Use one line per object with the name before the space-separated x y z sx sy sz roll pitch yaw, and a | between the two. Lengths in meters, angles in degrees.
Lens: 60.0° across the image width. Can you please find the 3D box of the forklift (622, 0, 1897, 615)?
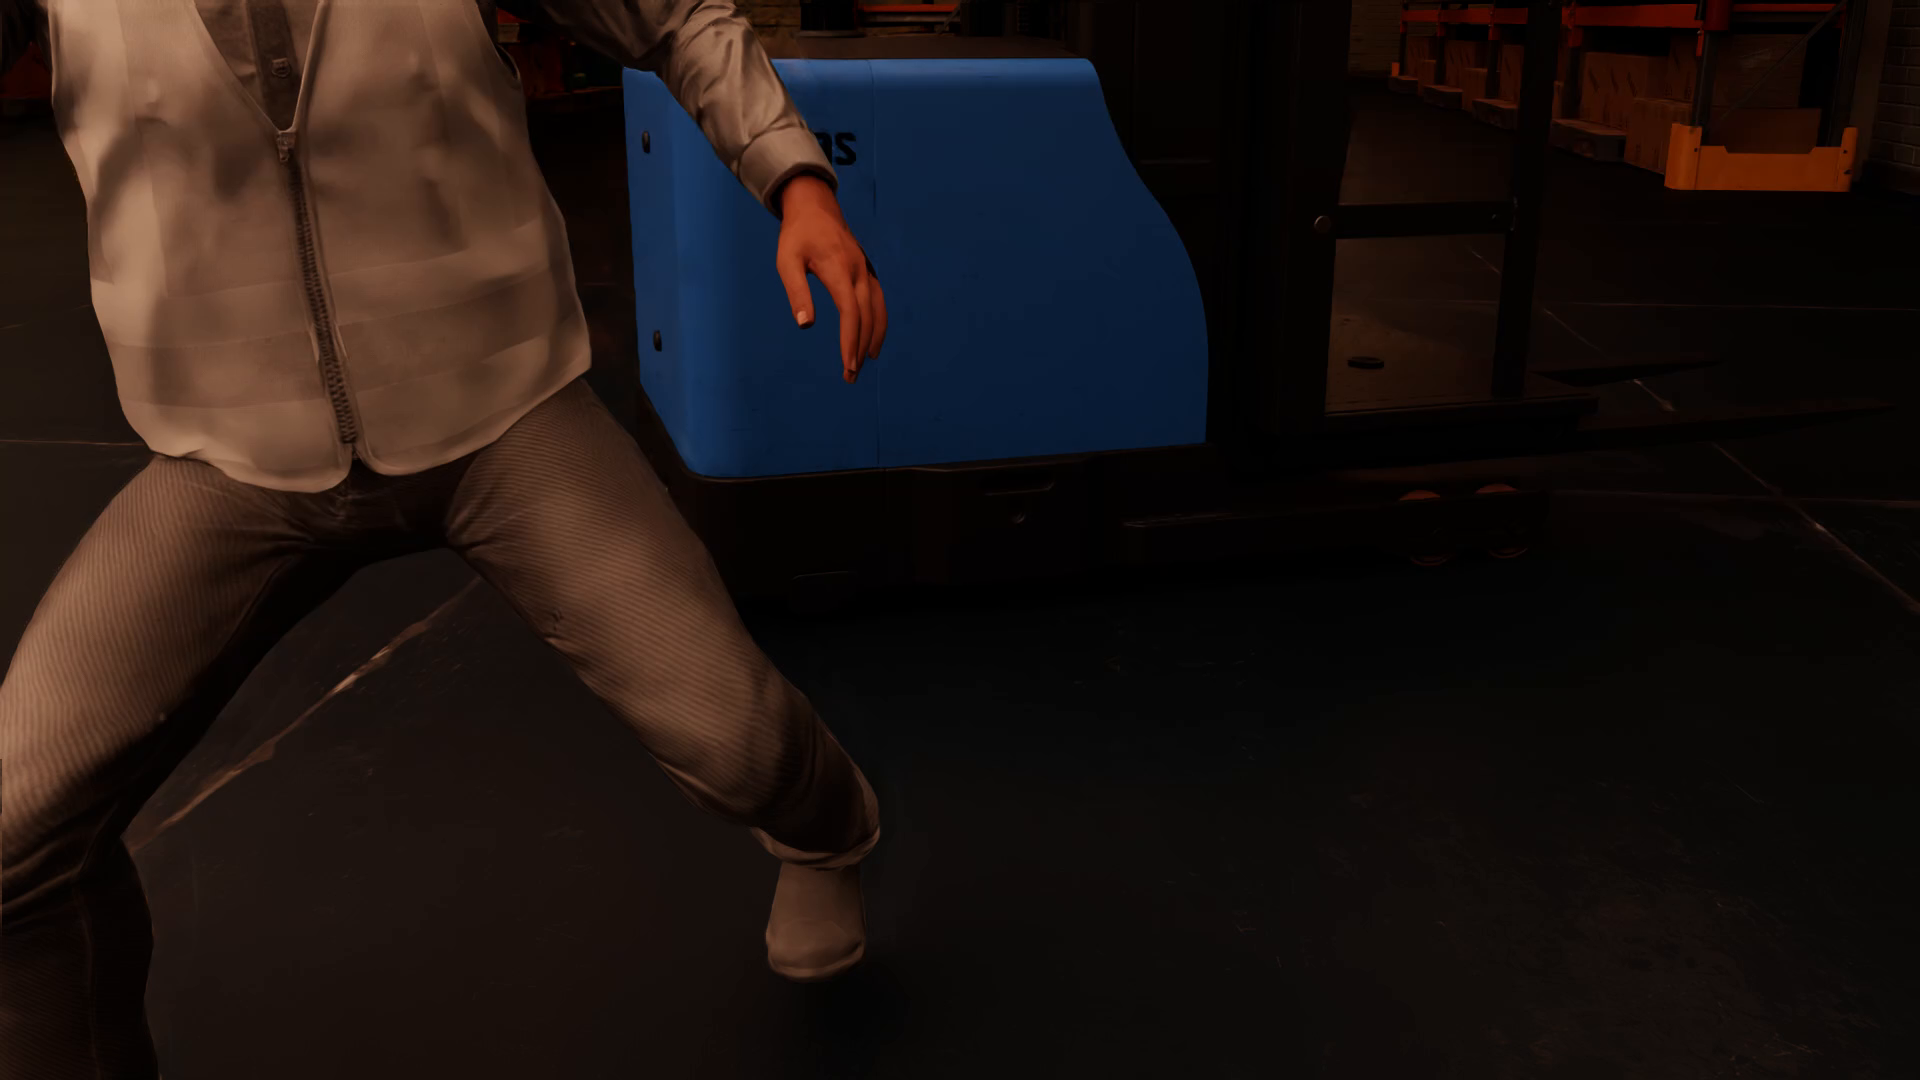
forklift | 0.794 -1.486 3.664 3.031 2.935 1.130 -5 18 -16

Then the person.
person | -0.634 -0.103 1.593 1.162 1.679 0.526 -4 18 -13
